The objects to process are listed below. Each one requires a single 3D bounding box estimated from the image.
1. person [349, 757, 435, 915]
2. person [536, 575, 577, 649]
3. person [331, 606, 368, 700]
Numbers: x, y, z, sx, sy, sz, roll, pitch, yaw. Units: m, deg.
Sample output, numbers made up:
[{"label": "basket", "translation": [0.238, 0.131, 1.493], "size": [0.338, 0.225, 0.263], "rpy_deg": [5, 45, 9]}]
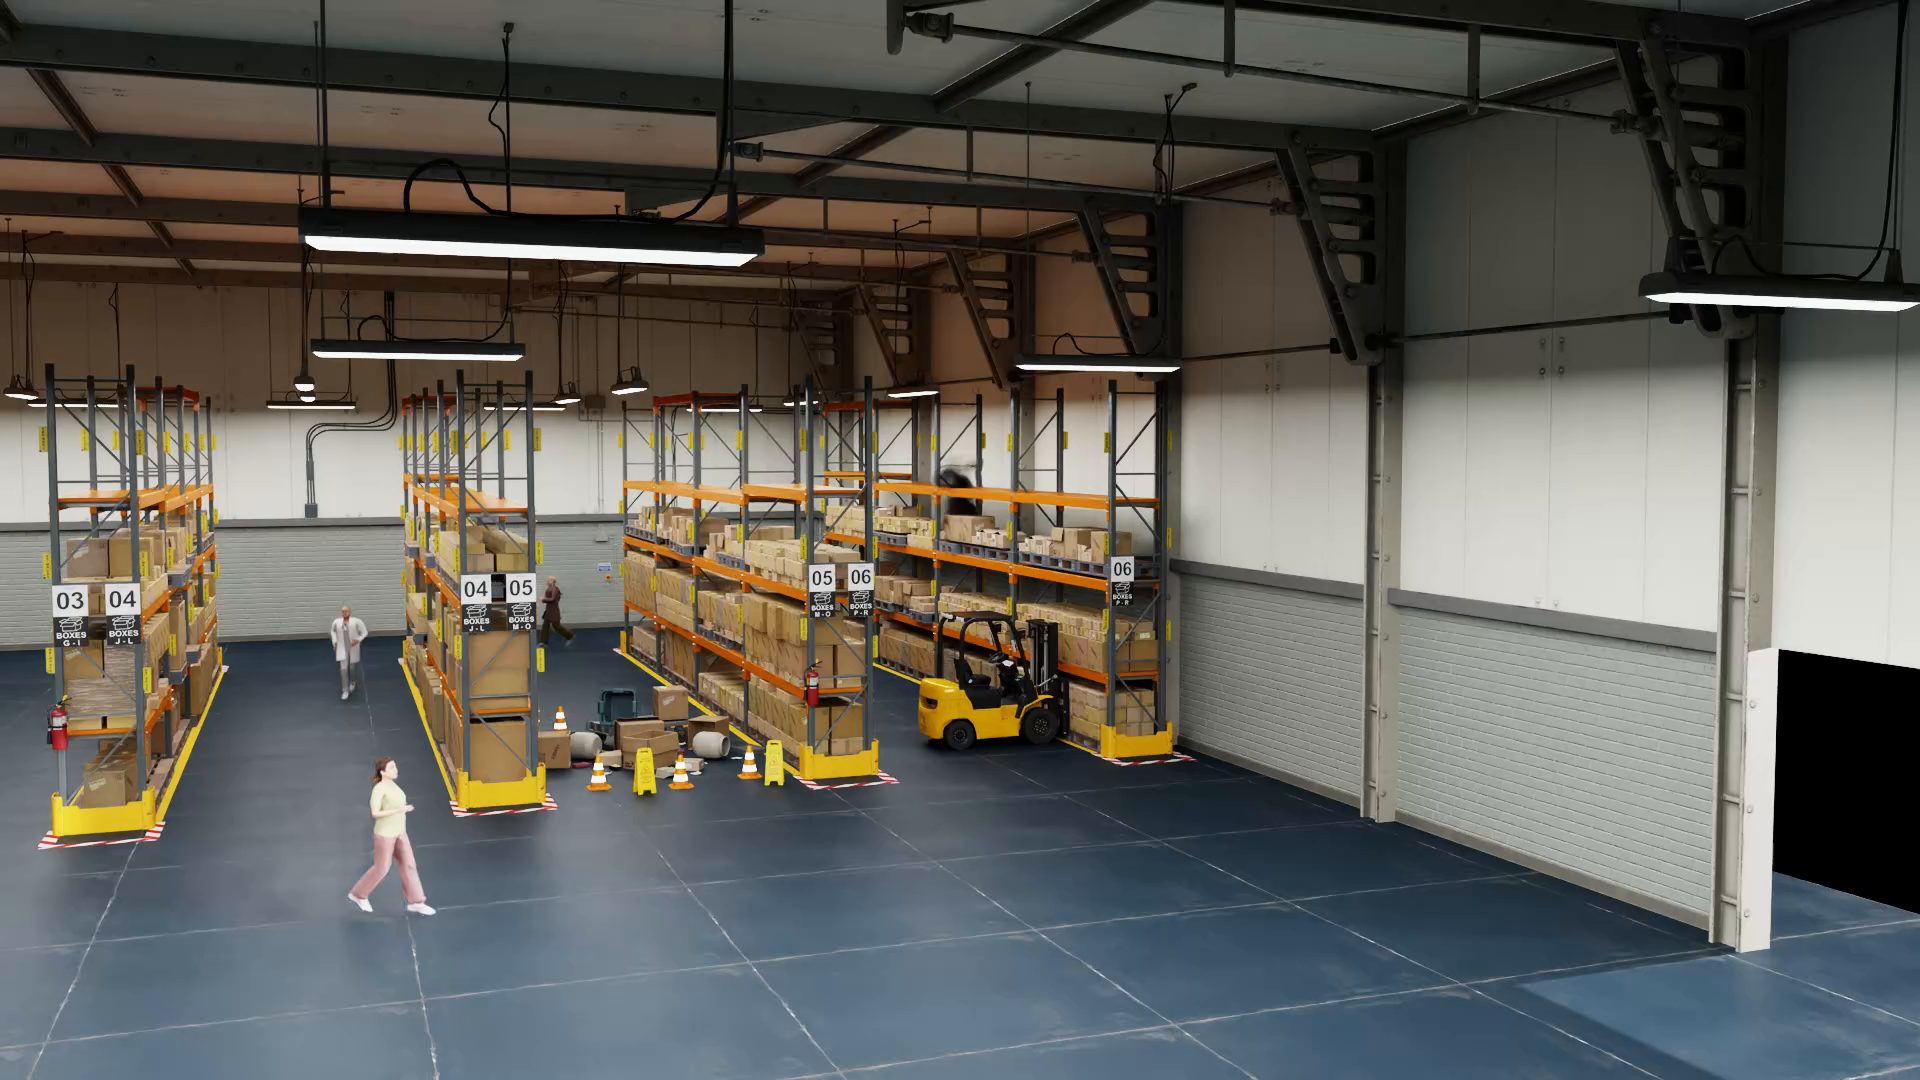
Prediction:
[{"label": "person", "translation": [-5.989, 3.104, 17.476], "size": [0.941, 1.661, 0.574], "rpy_deg": [1, 3, 12]}, {"label": "person", "translation": [-9.823, 1.733, 40.225], "size": [1.049, 1.761, 0.704], "rpy_deg": [-2, 4, -26]}, {"label": "person", "translation": [-12.056, 2.195, 32.835], "size": [0.705, 1.813, 0.921], "rpy_deg": [-1, 3, -13]}]
